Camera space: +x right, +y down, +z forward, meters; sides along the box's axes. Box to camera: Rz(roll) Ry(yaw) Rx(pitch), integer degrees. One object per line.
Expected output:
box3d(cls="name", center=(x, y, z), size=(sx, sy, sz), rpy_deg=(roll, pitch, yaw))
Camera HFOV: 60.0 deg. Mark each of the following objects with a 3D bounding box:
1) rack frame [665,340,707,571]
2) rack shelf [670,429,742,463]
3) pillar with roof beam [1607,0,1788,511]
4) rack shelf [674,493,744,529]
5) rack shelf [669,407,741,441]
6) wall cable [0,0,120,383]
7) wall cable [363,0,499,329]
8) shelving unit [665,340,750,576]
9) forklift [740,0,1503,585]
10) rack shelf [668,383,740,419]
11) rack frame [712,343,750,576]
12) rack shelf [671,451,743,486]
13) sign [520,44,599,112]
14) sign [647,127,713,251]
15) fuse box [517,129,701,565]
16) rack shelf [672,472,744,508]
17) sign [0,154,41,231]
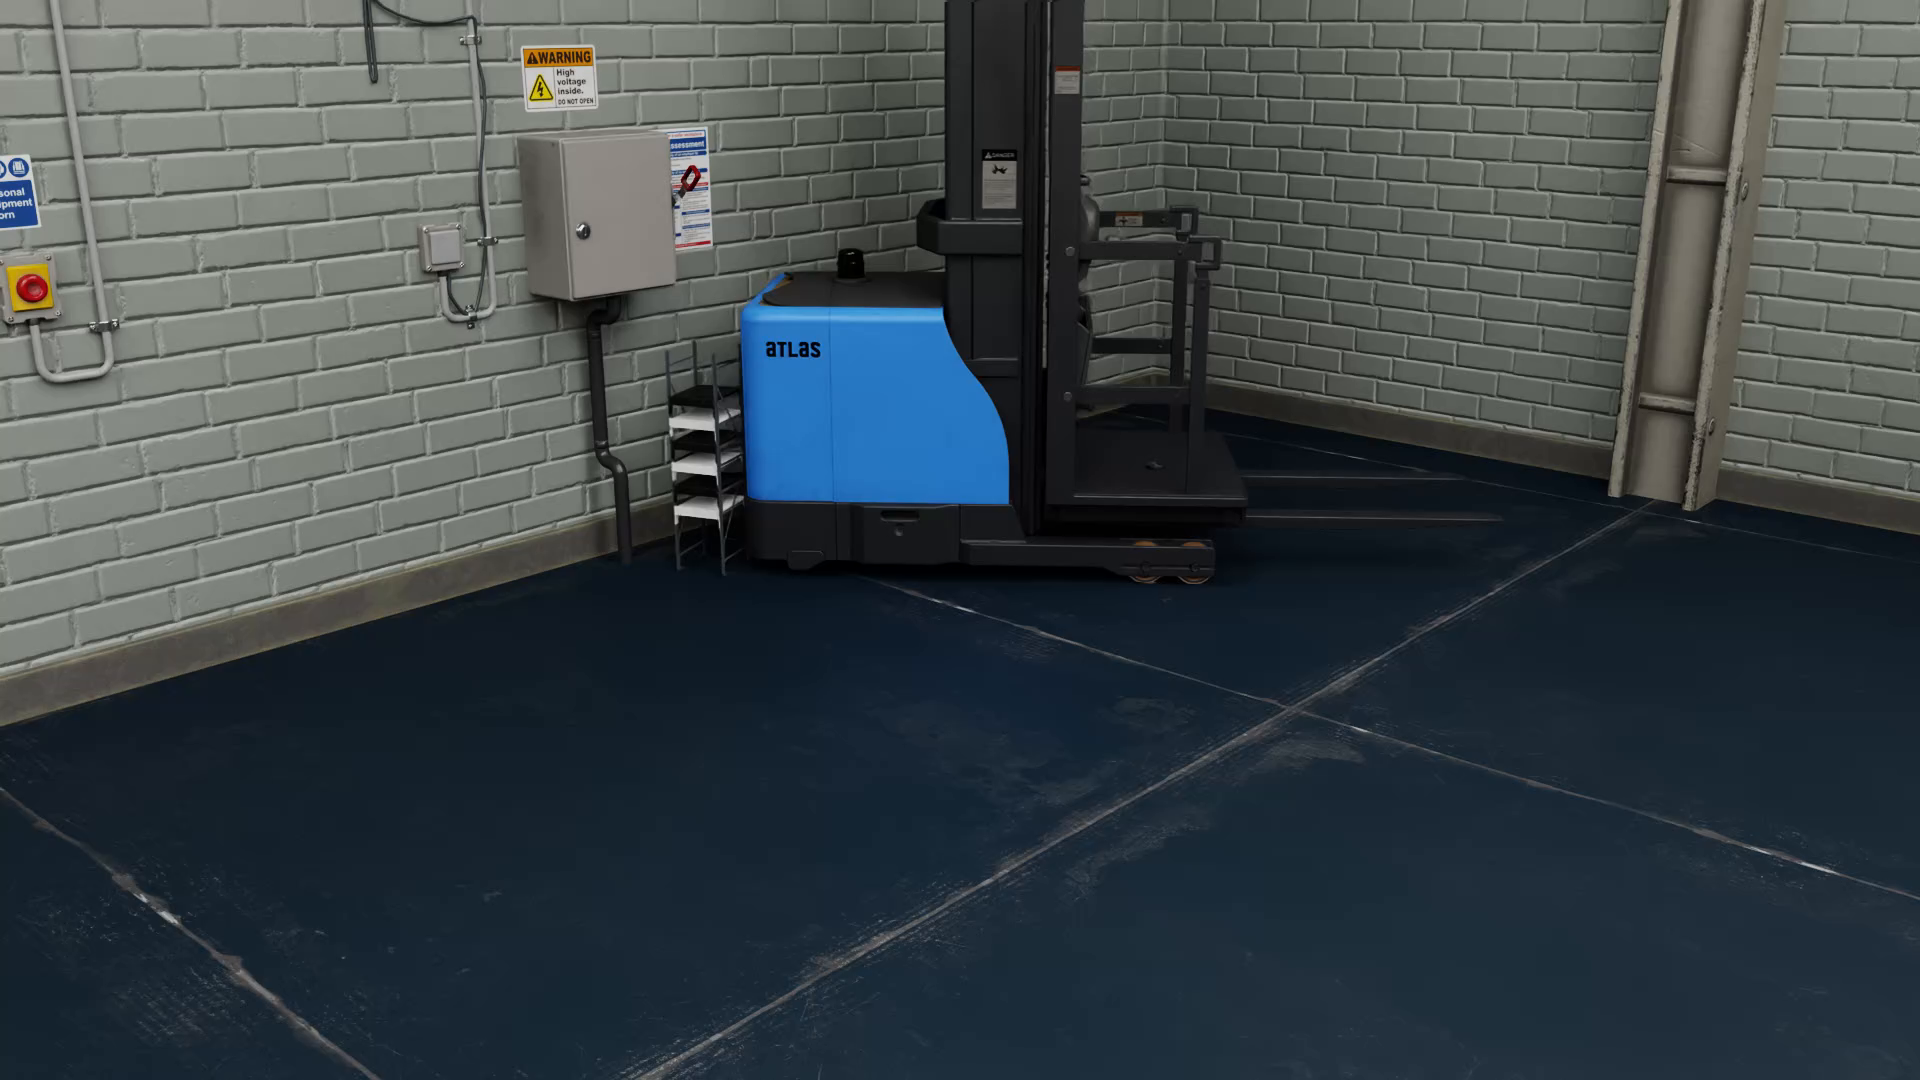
box3d(cls="rack frame", center=(-1.101, -0.338, 6.688), size=(0.006, 0.900, 0.240), rpy_deg=(6, 19, 19))
box3d(cls="rack shelf", center=(-1.005, -0.382, 6.638), size=(0.200, 0.077, 0.258), rpy_deg=(6, 19, 19))
box3d(cls="pillar with roof beam", center=(0.415, -3.519, 3.324), size=(0.400, 9.000, 9.100), rpy_deg=(15, 23, 39))
box3d(cls="rack shelf", center=(-1.005, -0.124, 6.720), size=(0.200, 0.077, 0.258), rpy_deg=(6, 19, 19))
box3d(cls="rack shelf", center=(-1.005, -0.467, 6.611), size=(0.200, 0.077, 0.258), rpy_deg=(6, 19, 19))
box3d(cls="wall cable", center=(-2.834, -1.391, 4.804), size=(0.123, 1.953, 0.585), rpy_deg=(15, 23, 39))
box3d(cls="wall cable", center=(-1.901, -1.699, 5.827), size=(0.122, 1.984, 0.588), rpy_deg=(15, 23, 39))
box3d(cls="shelving unit", center=(-1.005, -0.328, 6.656), size=(0.210, 0.900, 0.258), rpy_deg=(6, 19, 19))
box3d(cls="forklift", center=(0.669, -1.387, 6.636), size=(3.031, 2.935, 1.130), rpy_deg=(1, 18, 3))
box3d(cls="rack shelf", center=(-1.005, -0.553, 6.584), size=(0.200, 0.077, 0.258), rpy_deg=(6, 19, 19))
box3d(cls="rack frame", center=(-0.909, -0.317, 6.623), size=(0.006, 0.900, 0.240), rpy_deg=(6, 19, 19))
box3d(cls="rack shelf", center=(-1.005, -0.296, 6.666), size=(0.200, 0.077, 0.258), rpy_deg=(6, 19, 19))
box3d(cls="sign", center=(-1.522, -1.760, 6.334), size=(0.001, 0.242, 0.339), rpy_deg=(15, 23, 39))
box3d(cls="sign", center=(-1.158, -1.445, 6.865), size=(0.001, 0.494, 0.329), rpy_deg=(15, 23, 39))
box3d(cls="fuse box", center=(-1.331, -0.723, 6.562), size=(0.414, 1.711, 0.539), rpy_deg=(15, 23, 39))
box3d(cls="rack shelf", center=(-1.005, -0.210, 6.693), size=(0.200, 0.077, 0.258), rpy_deg=(6, 19, 19))
box3d(cls="sign", center=(-2.912, -1.022, 4.925), size=(0.001, 0.218, 0.327), rpy_deg=(15, 23, 39))
